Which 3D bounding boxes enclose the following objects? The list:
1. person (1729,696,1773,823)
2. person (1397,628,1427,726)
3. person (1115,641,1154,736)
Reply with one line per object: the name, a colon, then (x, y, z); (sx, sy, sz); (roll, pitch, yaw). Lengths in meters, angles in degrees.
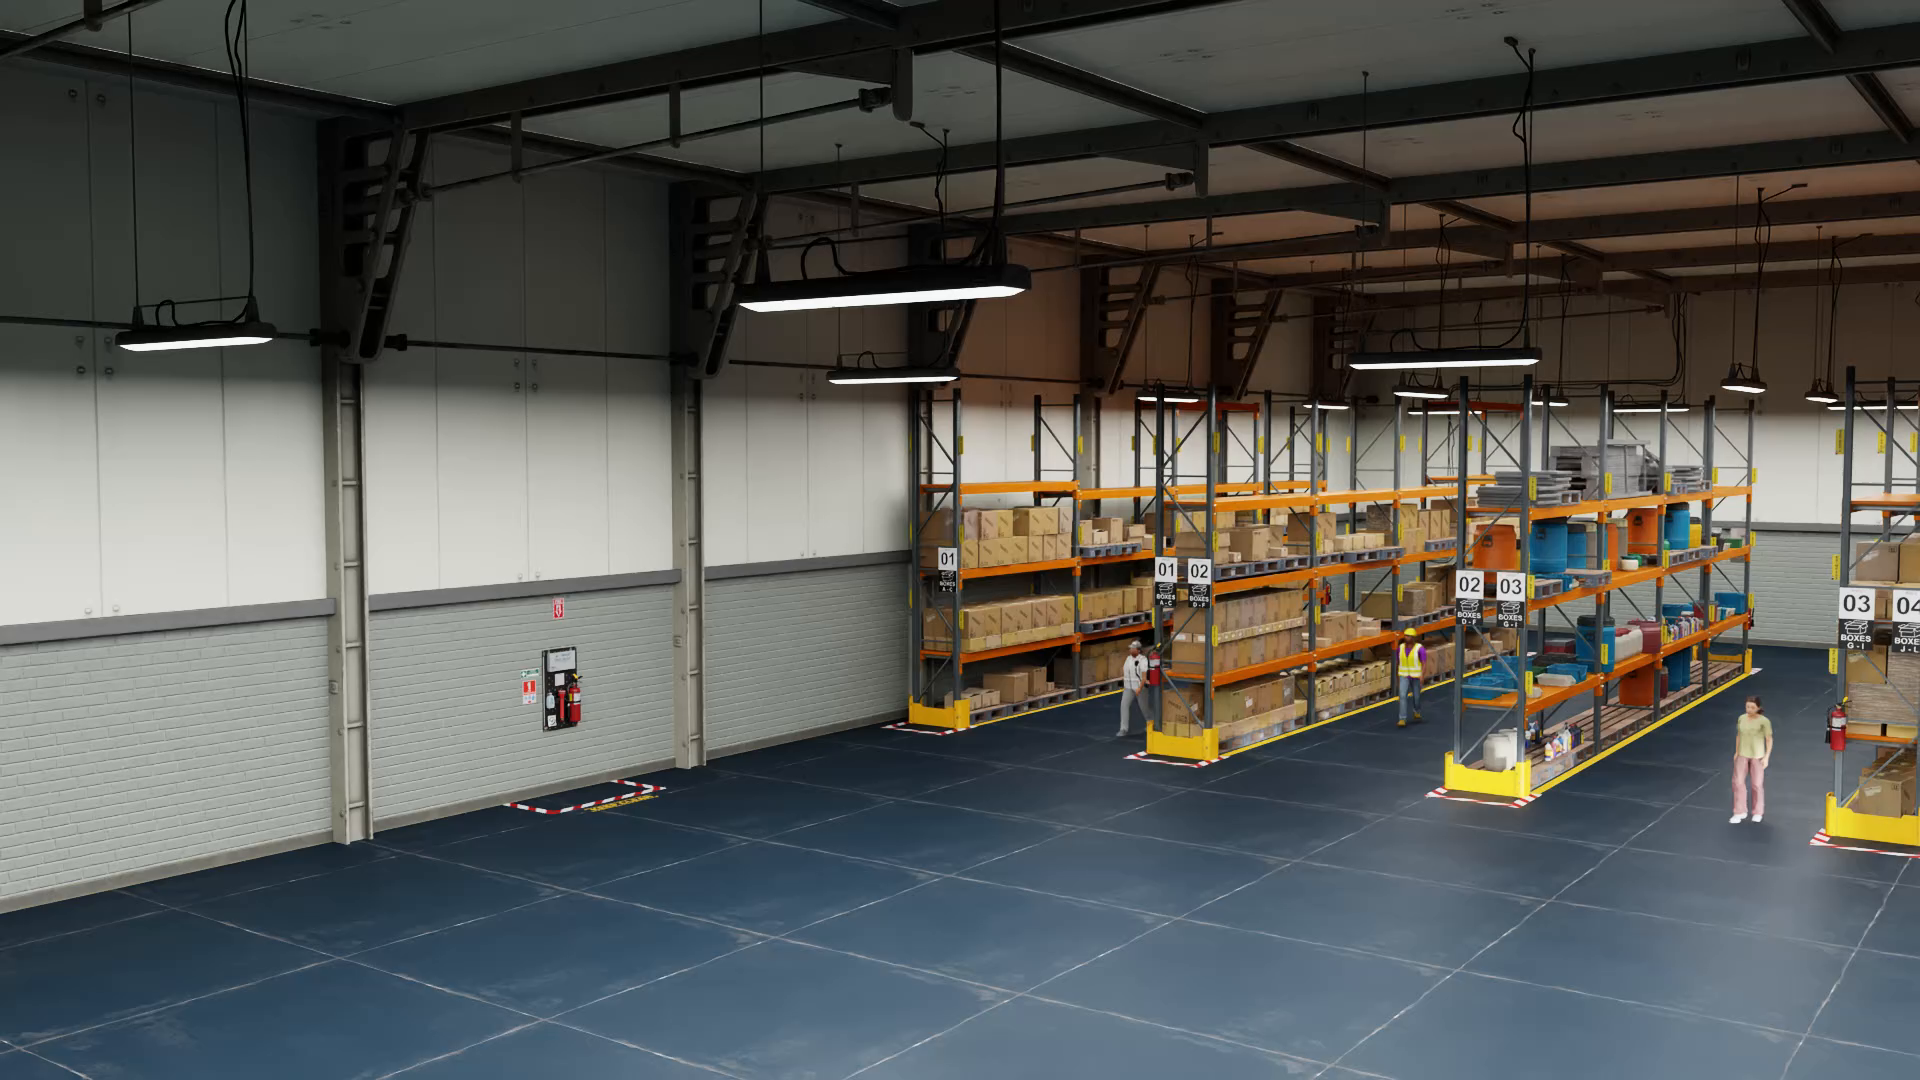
person: (10.486, 2.917, 22.038); (0.470, 1.727, 0.516); (-3, 4, -38)
person: (8.066, 2.436, 29.710); (0.549, 1.721, 1.069); (1, 3, 21)
person: (3.037, 2.547, 28.689); (0.483, 1.604, 1.034); (2, 4, 33)
